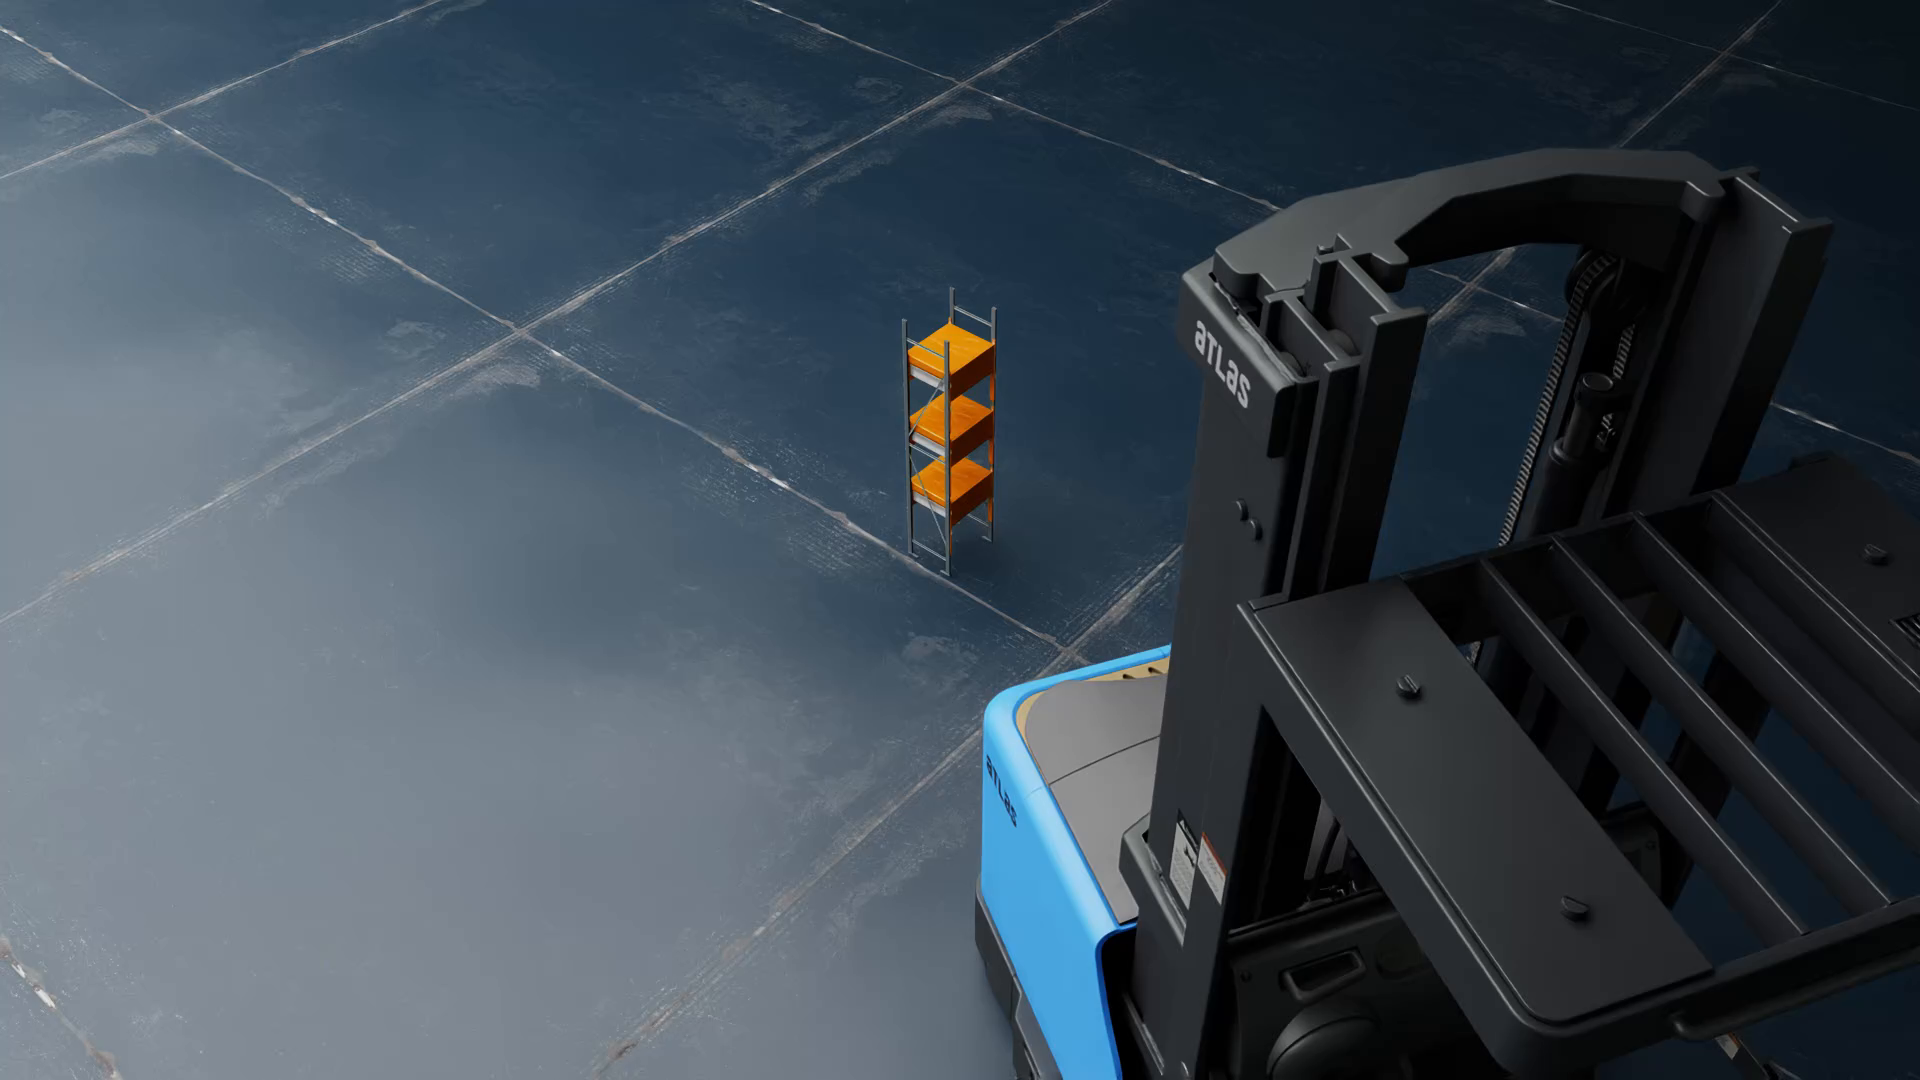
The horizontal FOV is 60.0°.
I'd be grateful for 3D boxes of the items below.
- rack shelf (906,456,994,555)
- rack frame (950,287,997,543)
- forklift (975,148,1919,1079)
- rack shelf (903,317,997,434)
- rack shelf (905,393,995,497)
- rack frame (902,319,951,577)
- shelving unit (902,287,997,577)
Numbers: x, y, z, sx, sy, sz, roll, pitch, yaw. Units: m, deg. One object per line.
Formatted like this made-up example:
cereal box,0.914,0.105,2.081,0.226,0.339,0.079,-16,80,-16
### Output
rack shelf,-0.034,-0.147,6.061,0.215,0.259,0.240,29,50,28
rack frame,0.044,-0.424,5.936,0.200,1.050,0.008,29,50,28
forklift,1.019,0.925,3.054,1.130,2.935,3.031,-14,44,-14
rack shelf,-0.034,-0.563,5.683,0.215,0.259,0.240,29,50,28
rack shelf,-0.034,-0.353,5.874,0.215,0.259,0.240,29,50,28
rack frame,-0.113,-0.298,5.797,0.200,1.050,0.008,29,50,28
shelving unit,-0.034,-0.361,5.867,0.215,1.050,0.252,29,50,28
